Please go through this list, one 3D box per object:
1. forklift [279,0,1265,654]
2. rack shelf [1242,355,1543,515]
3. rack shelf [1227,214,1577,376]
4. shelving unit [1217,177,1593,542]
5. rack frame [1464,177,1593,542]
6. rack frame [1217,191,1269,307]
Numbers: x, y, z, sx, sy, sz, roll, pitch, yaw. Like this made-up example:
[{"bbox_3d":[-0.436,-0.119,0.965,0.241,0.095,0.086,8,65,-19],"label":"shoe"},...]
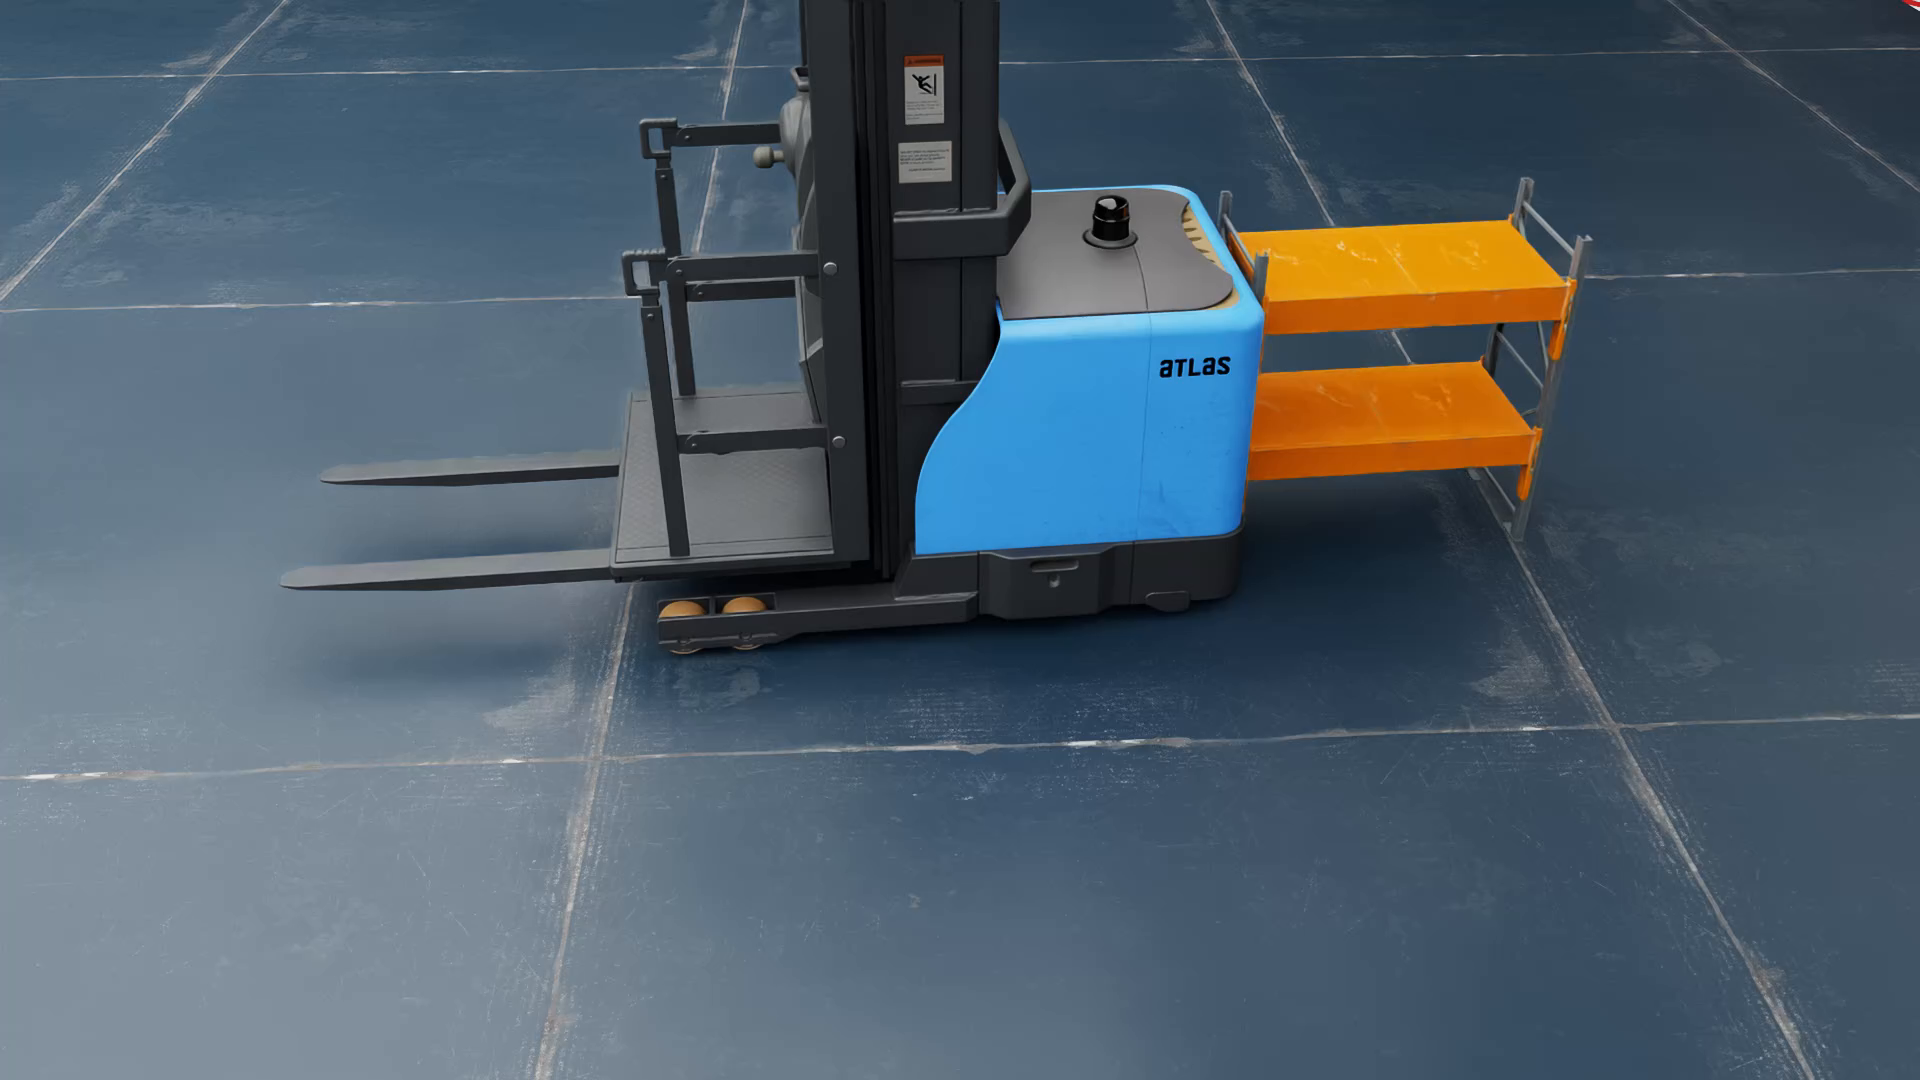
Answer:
[{"bbox_3d":[-0.643,-1.165,4.857,3.031,2.935,1.130,-4,35,-5],"label":"forklift"},{"bbox_3d":[1.395,-0.364,5.718,1.000,0.278,0.538,-4,35,-5],"label":"rack shelf"},{"bbox_3d":[1.395,-0.806,5.412,1.000,0.278,0.538,-4,35,-5],"label":"rack shelf"},{"bbox_3d":[1.395,-0.566,5.579,1.048,1.125,0.538,-4,35,-5],"label":"shelving unit"},{"bbox_3d":[1.900,-0.597,5.625,0.032,1.125,0.500,-4,35,-5],"label":"rack frame"},{"bbox_3d":[0.890,-0.534,5.533,0.032,1.125,0.500,-4,35,-5],"label":"rack frame"}]
